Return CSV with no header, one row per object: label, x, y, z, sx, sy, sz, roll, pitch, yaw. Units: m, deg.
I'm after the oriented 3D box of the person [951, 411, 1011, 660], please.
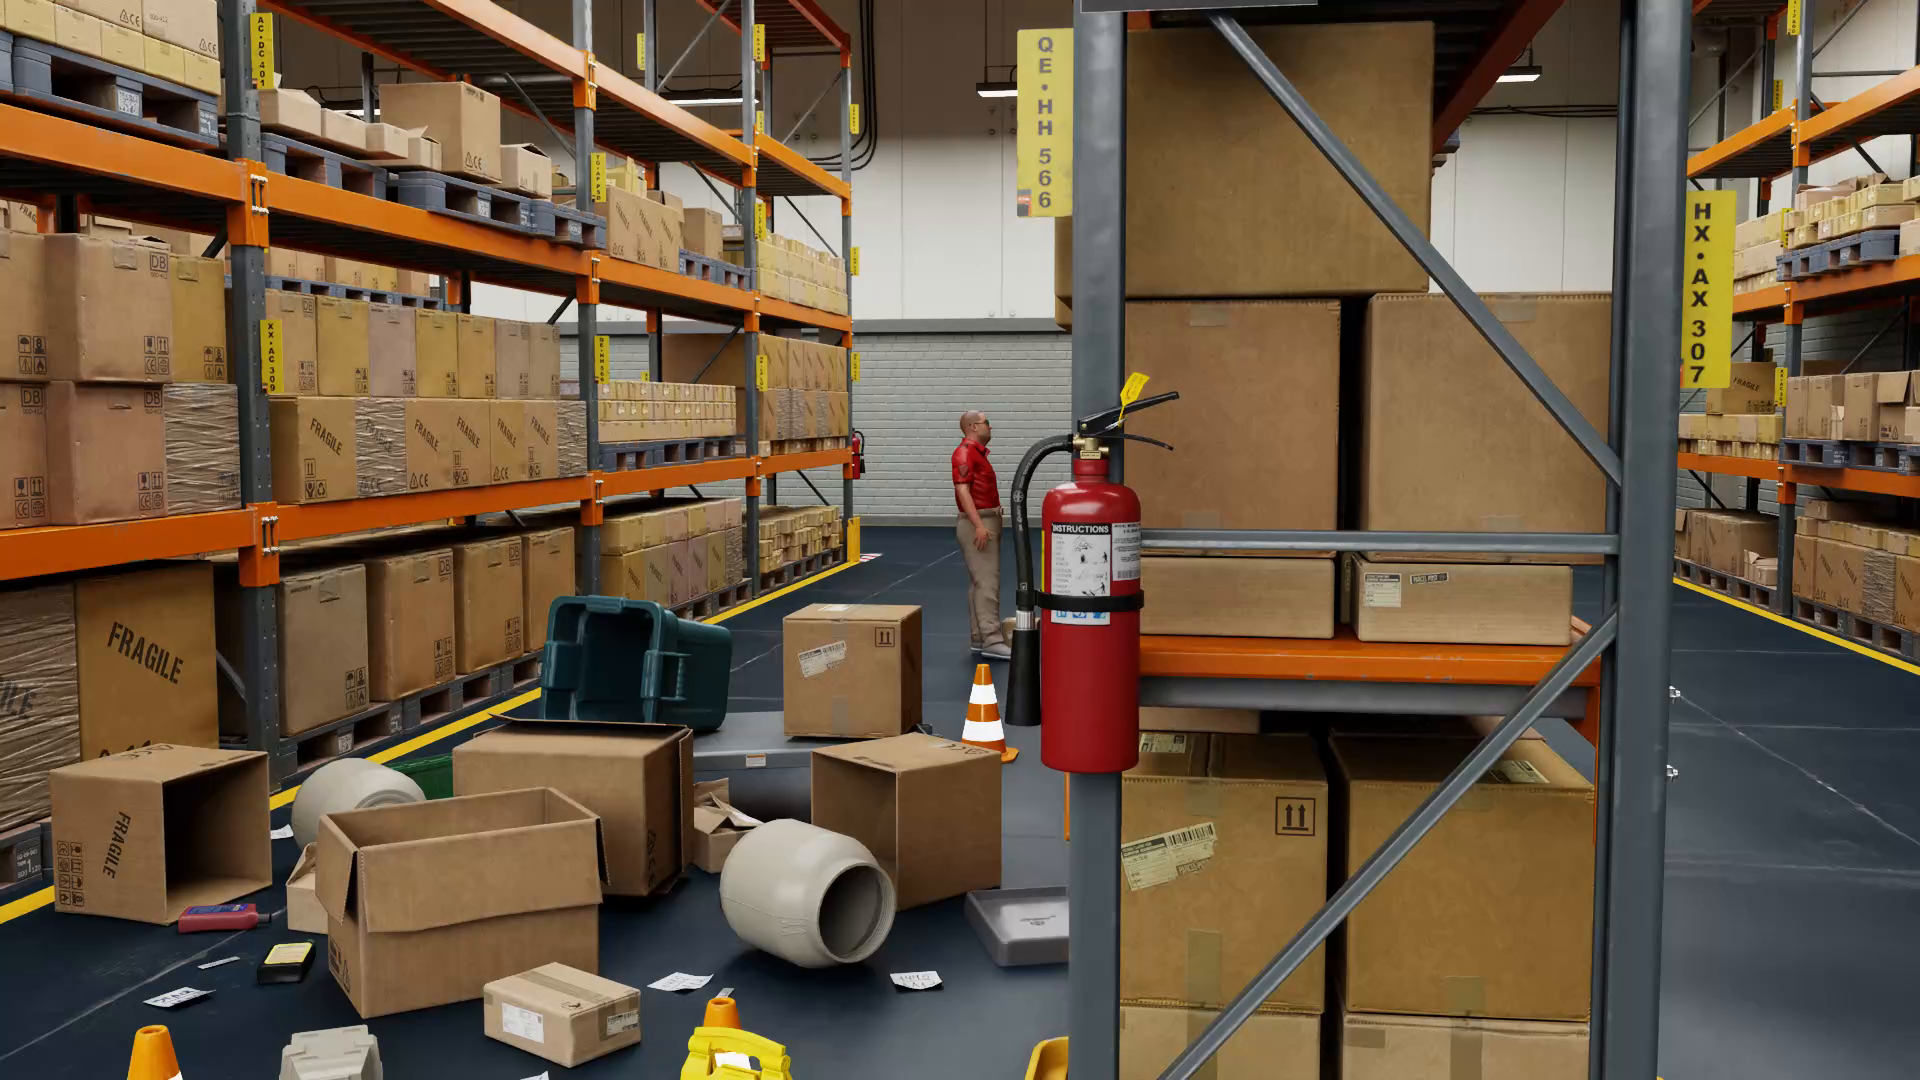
person,0.232,-0.052,11.796,0.550,1.727,0.642,1,4,9
